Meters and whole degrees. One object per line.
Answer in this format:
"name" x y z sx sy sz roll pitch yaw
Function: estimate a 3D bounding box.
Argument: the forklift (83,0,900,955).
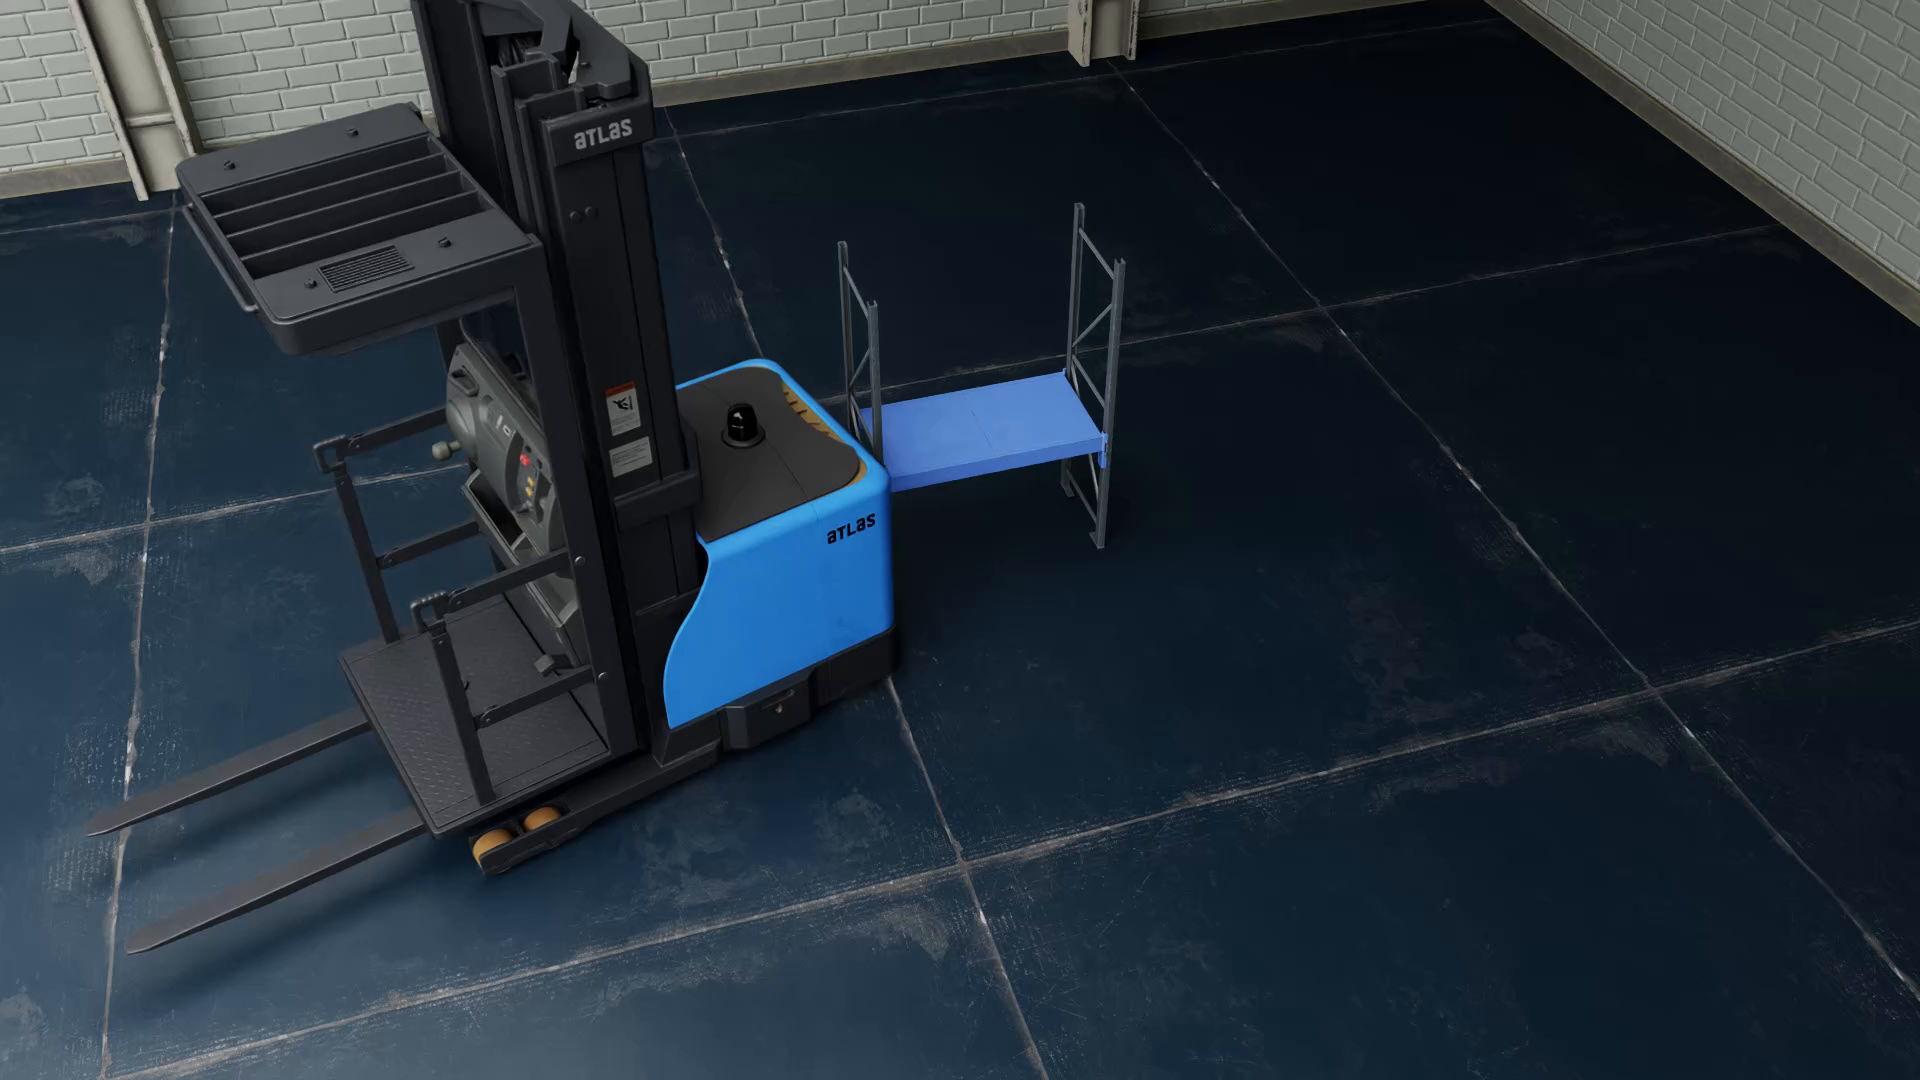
"forklift" -1.759 -0.264 5.674 3.031 2.935 1.130 -24 46 -25

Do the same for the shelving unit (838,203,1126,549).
"shelving unit" 0.081 -0.582 7.125 1.048 1.500 0.538 -12 42 -13

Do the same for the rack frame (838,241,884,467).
"rack frame" -0.404 -0.481 7.010 0.032 1.500 0.500 -12 42 -13

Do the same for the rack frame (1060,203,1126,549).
"rack frame" 0.566 -0.682 7.240 0.032 1.500 0.500 -12 42 -13

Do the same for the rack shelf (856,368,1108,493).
"rack shelf" 0.081 -0.446 7.244 1.000 0.185 0.538 -12 42 -13

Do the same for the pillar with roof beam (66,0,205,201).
"pillar with roof beam" -3.459 -2.844 4.016 0.400 9.000 9.100 -12 42 -13

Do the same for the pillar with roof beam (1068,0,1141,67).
"pillar with roof beam" 2.264 -4.030 5.373 0.400 9.000 9.100 -12 42 -13
